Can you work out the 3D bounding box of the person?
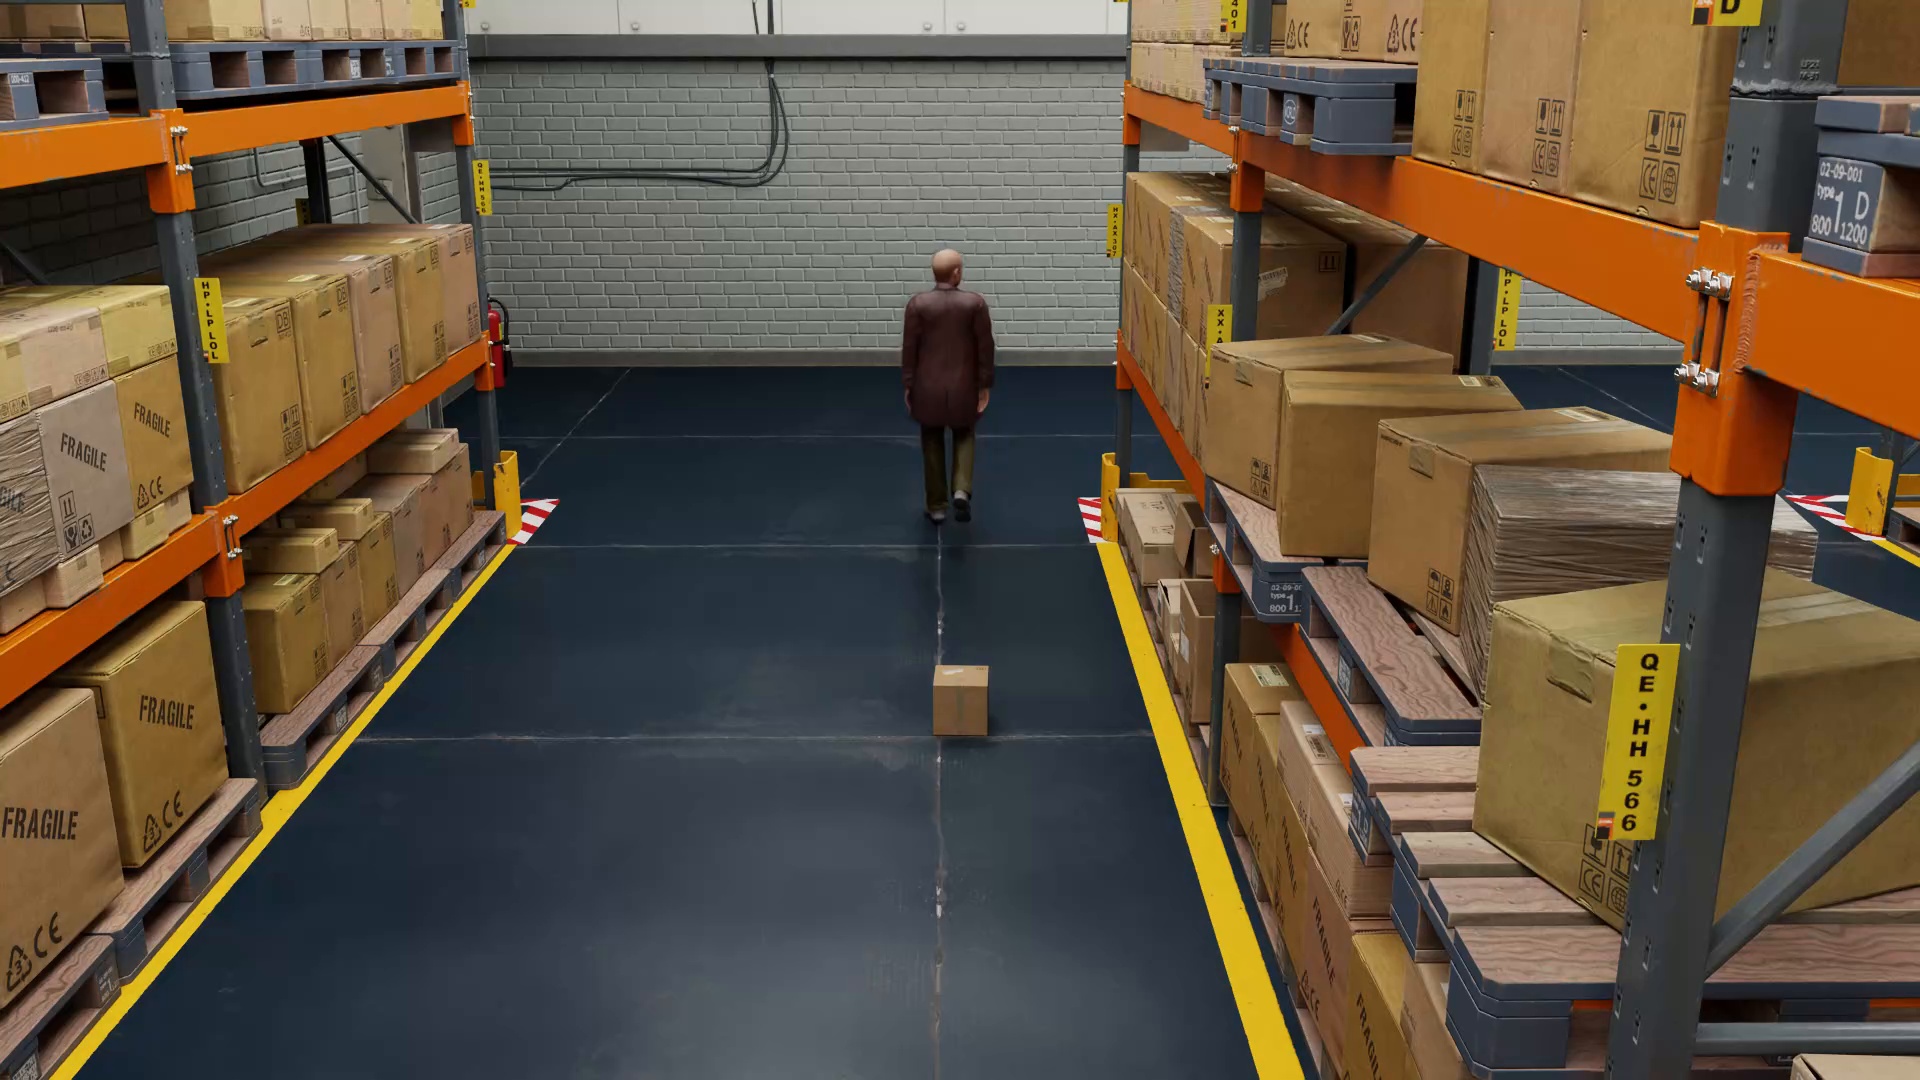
[{"bbox_3d":[-0.081,-0.983,10.750,0.594,1.794,0.578,-1,17,-4],"label":"person"}]
